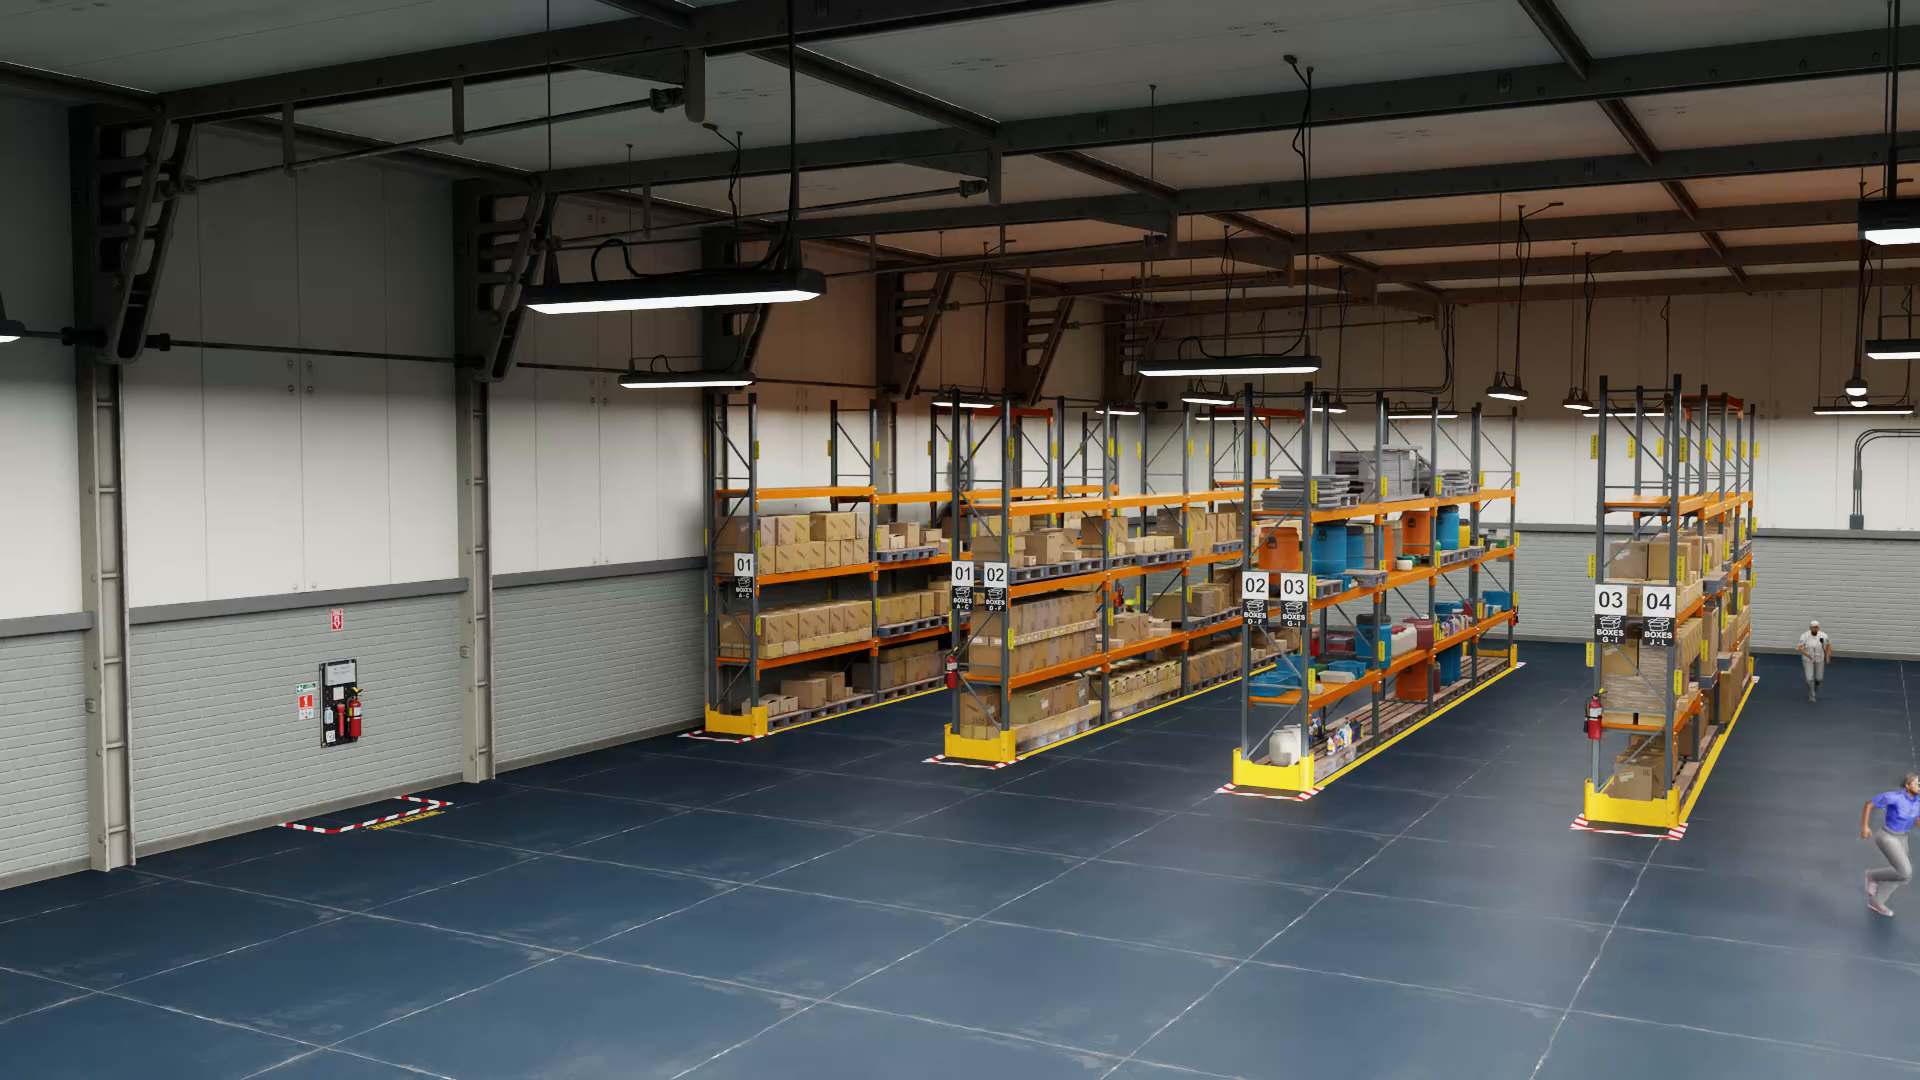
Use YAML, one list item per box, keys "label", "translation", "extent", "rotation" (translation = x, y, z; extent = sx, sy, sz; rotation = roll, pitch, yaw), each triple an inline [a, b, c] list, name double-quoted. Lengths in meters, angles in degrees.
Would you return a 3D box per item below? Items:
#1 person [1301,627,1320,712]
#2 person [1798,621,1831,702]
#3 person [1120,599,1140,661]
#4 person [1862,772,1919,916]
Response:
- label: "person"
  translation: [6.883, 2.472, 31.976]
  extent: [0.659, 1.668, 0.779]
  rotation: [1, 3, 23]
- label: "person"
  translation: [17.053, 2.416, 33.196]
  extent: [0.601, 1.624, 0.613]
  rotation: [1, 3, 25]
- label: "person"
  translation: [3.811, 2.137, 36.985]
  extent: [0.682, 1.679, 0.878]
  rotation: [2, 3, 28]
- label: "person"
  translation: [10.082, 3.260, 17.848]
  extent: [0.561, 1.581, 0.670]
  rotation: [-2, 3, -28]
